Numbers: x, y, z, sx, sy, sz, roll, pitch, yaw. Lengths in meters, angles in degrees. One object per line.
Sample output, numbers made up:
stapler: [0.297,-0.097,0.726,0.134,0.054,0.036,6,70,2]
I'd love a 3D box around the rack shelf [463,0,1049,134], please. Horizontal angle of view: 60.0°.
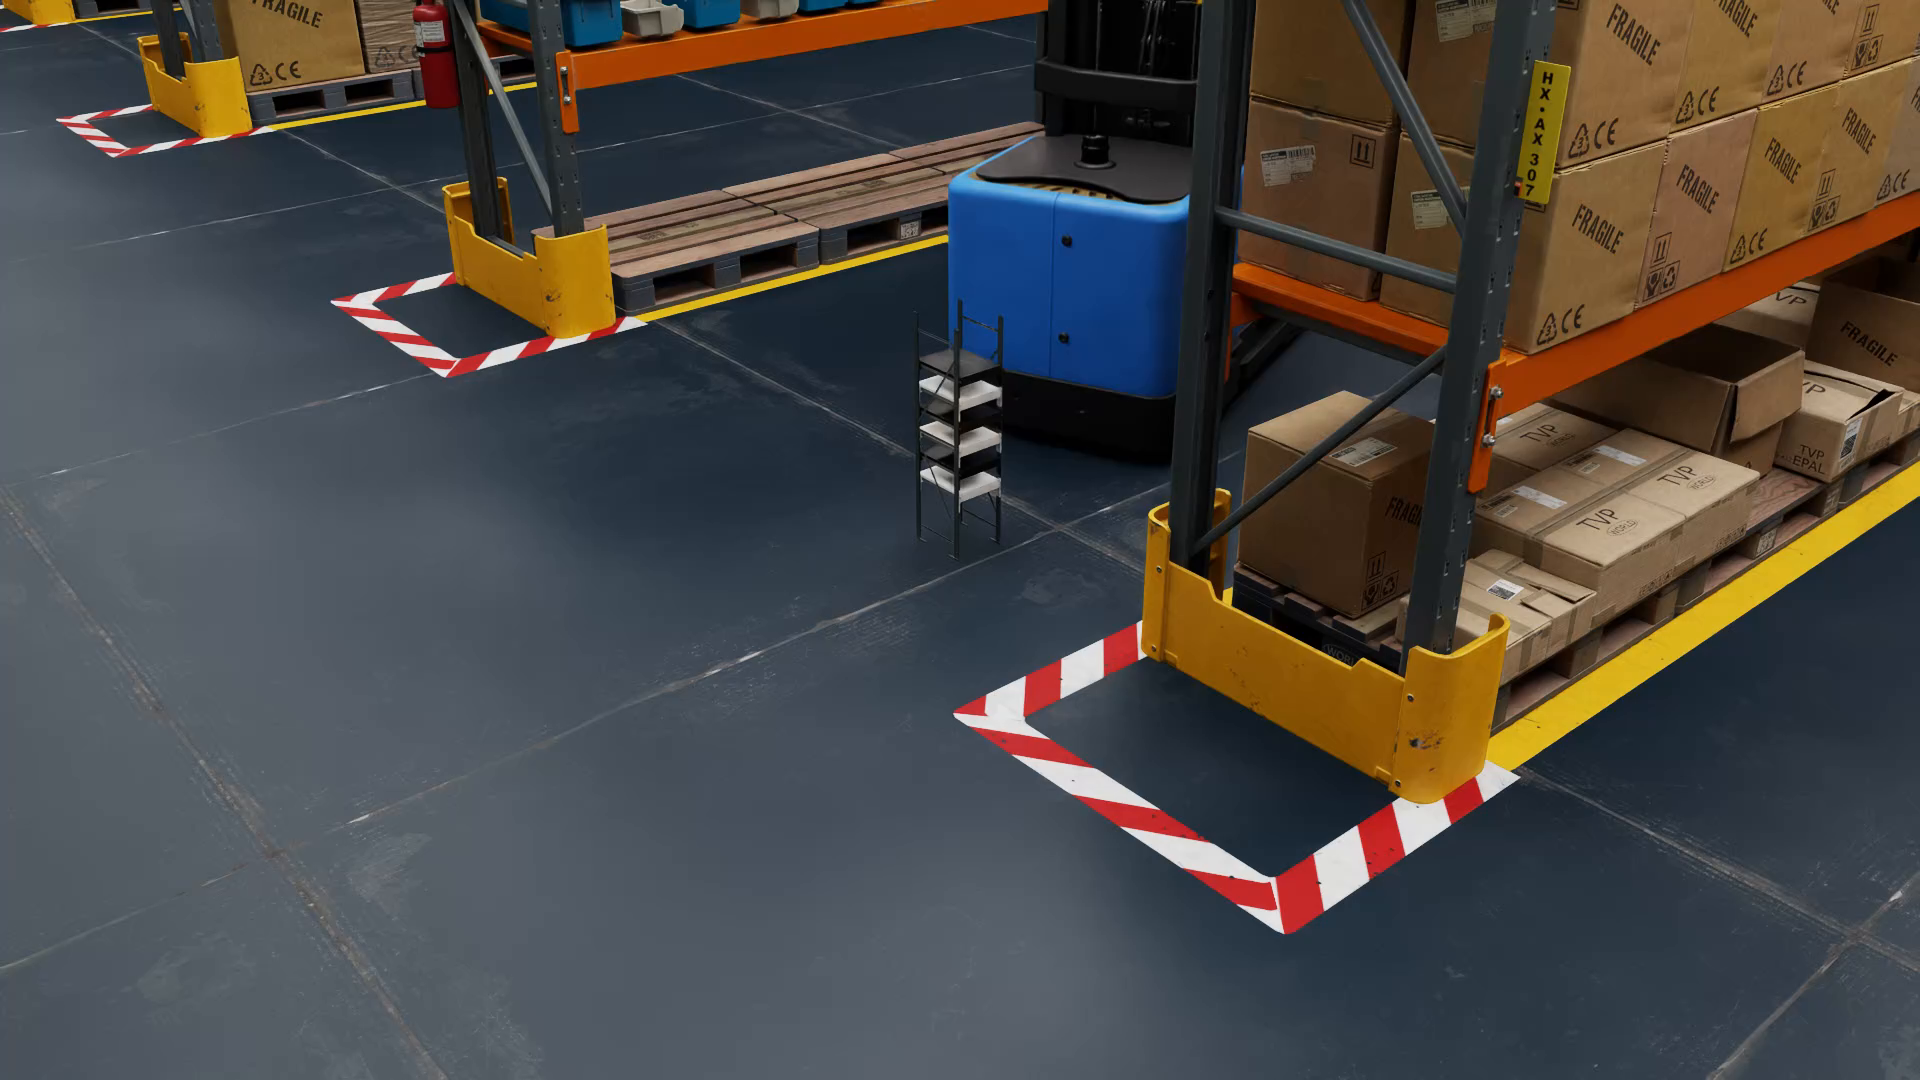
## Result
rack shelf: [-0.659,-2.855,9.173,4.000,0.370,1.077,-22,35,-35]

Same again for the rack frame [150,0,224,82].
rack frame: [-5.396,-4.337,11.182,0.127,3.000,1.000,-22,35,-35]

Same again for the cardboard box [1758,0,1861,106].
cardboard box: [2.316,-1.624,4.939,0.500,0.500,0.500,-21,35,-34]

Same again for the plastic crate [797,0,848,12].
plastic crate: [-0.778,-2.873,8.558,0.300,0.233,0.416,-22,35,-35]

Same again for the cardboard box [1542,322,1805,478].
cardboard box: [2.648,-0.523,6.229,0.637,0.503,0.797,-22,35,-35]

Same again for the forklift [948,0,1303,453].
forklift: [1.065,-2.312,7.466,1.130,2.935,3.031,14,31,24]

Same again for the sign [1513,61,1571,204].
sign: [1.383,-0.971,3.965,0.005,0.325,0.100,-22,35,-35]

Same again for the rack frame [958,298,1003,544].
rack frame: [0.071,-0.426,6.091,0.006,0.900,0.240,-22,35,-35]

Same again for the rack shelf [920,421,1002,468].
rack shelf: [-0.006,-0.365,6.049,0.200,0.077,0.258,-22,35,-35]

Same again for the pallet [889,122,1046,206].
pallet: [0.328,-2.316,10.359,1.213,0.211,1.003,-22,35,-35]

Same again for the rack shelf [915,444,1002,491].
rack shelf: [-0.006,-0.286,6.091,0.200,0.077,0.258,-22,35,-35]

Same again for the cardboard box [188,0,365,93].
cardboard box: [-4.961,-3.809,12.004,0.875,0.875,0.875,-22,35,-35]

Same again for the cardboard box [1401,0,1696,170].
cardboard box: [1.540,-1.310,4.351,0.500,0.500,0.500,-21,34,-33]

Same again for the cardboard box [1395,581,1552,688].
cardboard box: [1.573,0.275,5.111,0.250,0.149,0.380,-22,35,-35]

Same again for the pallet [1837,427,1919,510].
pallet: [3.551,-0.567,7.088,1.213,0.211,1.003,-22,35,-35]

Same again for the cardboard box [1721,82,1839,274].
cardboard box: [2.313,-1.181,5.171,0.500,0.500,0.500,-22,35,-35]

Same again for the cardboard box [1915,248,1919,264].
cardboard box: [4.600,-1.159,7.422,0.500,0.500,0.500,-24,36,-37]

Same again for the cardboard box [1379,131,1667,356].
cardboard box: [1.540,-0.869,4.587,0.500,0.500,0.500,-21,35,-34]

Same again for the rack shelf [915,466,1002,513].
rack shelf: [-0.006,-0.206,6.134,0.200,0.077,0.258,-22,35,-35]

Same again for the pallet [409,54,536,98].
pallet: [-3.911,-3.751,13.044,1.213,0.211,1.003,-22,35,-35]

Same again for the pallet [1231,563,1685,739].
pallet: [1.695,0.179,5.691,1.213,0.211,1.003,-22,35,-35]

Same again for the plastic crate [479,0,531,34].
plastic crate: [-2.047,-2.772,8.153,0.499,0.435,0.616,-22,35,-35]

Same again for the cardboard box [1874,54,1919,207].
cardboard box: [3.080,-1.490,5.750,0.500,0.500,0.500,-21,35,-34]

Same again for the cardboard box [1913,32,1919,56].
cardboard box: [3.086,-1.933,5.517,0.500,0.500,0.500,-22,35,-35]

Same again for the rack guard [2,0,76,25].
rack guard: [-8.480,-5.067,15.200,0.348,0.500,1.175,-22,35,-35]

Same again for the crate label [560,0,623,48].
crate label: [-1.779,-2.471,7.805,0.303,0.233,0.416,-22,35,-35]

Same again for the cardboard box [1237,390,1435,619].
cardboard box: [1.285,-0.130,5.495,0.500,0.500,0.500,-22,35,-35]

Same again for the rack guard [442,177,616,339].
rack guard: [-2.191,-1.446,8.426,0.348,0.500,1.175,-22,35,-35]

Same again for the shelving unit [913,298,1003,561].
shelving unit: [-0.006,-0.394,6.033,0.210,0.900,0.258,-22,35,-35]

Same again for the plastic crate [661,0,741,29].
plastic crate: [-1.279,-2.672,8.181,0.300,0.233,0.416,-22,35,-35]

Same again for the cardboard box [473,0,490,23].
cardboard box: [-3.591,-4.360,13.034,0.875,0.875,0.875,-22,35,-35]

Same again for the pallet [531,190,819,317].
pallet: [-1.528,-1.569,8.962,1.213,0.211,1.003,-22,35,-35]

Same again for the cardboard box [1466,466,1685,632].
cardboard box: [2.009,0.018,5.485,0.500,0.250,0.500,-22,35,-35]

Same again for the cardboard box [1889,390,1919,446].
cardboard box: [3.578,-0.531,6.620,0.250,0.149,0.380,-22,35,-35]

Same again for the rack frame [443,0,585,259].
rack frame: [-2.181,-2.561,7.859,0.127,3.000,1.000,-22,35,-35]

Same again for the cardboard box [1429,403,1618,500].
cardboard box: [2.027,-0.299,6.078,0.500,0.250,0.500,-22,35,-35]
